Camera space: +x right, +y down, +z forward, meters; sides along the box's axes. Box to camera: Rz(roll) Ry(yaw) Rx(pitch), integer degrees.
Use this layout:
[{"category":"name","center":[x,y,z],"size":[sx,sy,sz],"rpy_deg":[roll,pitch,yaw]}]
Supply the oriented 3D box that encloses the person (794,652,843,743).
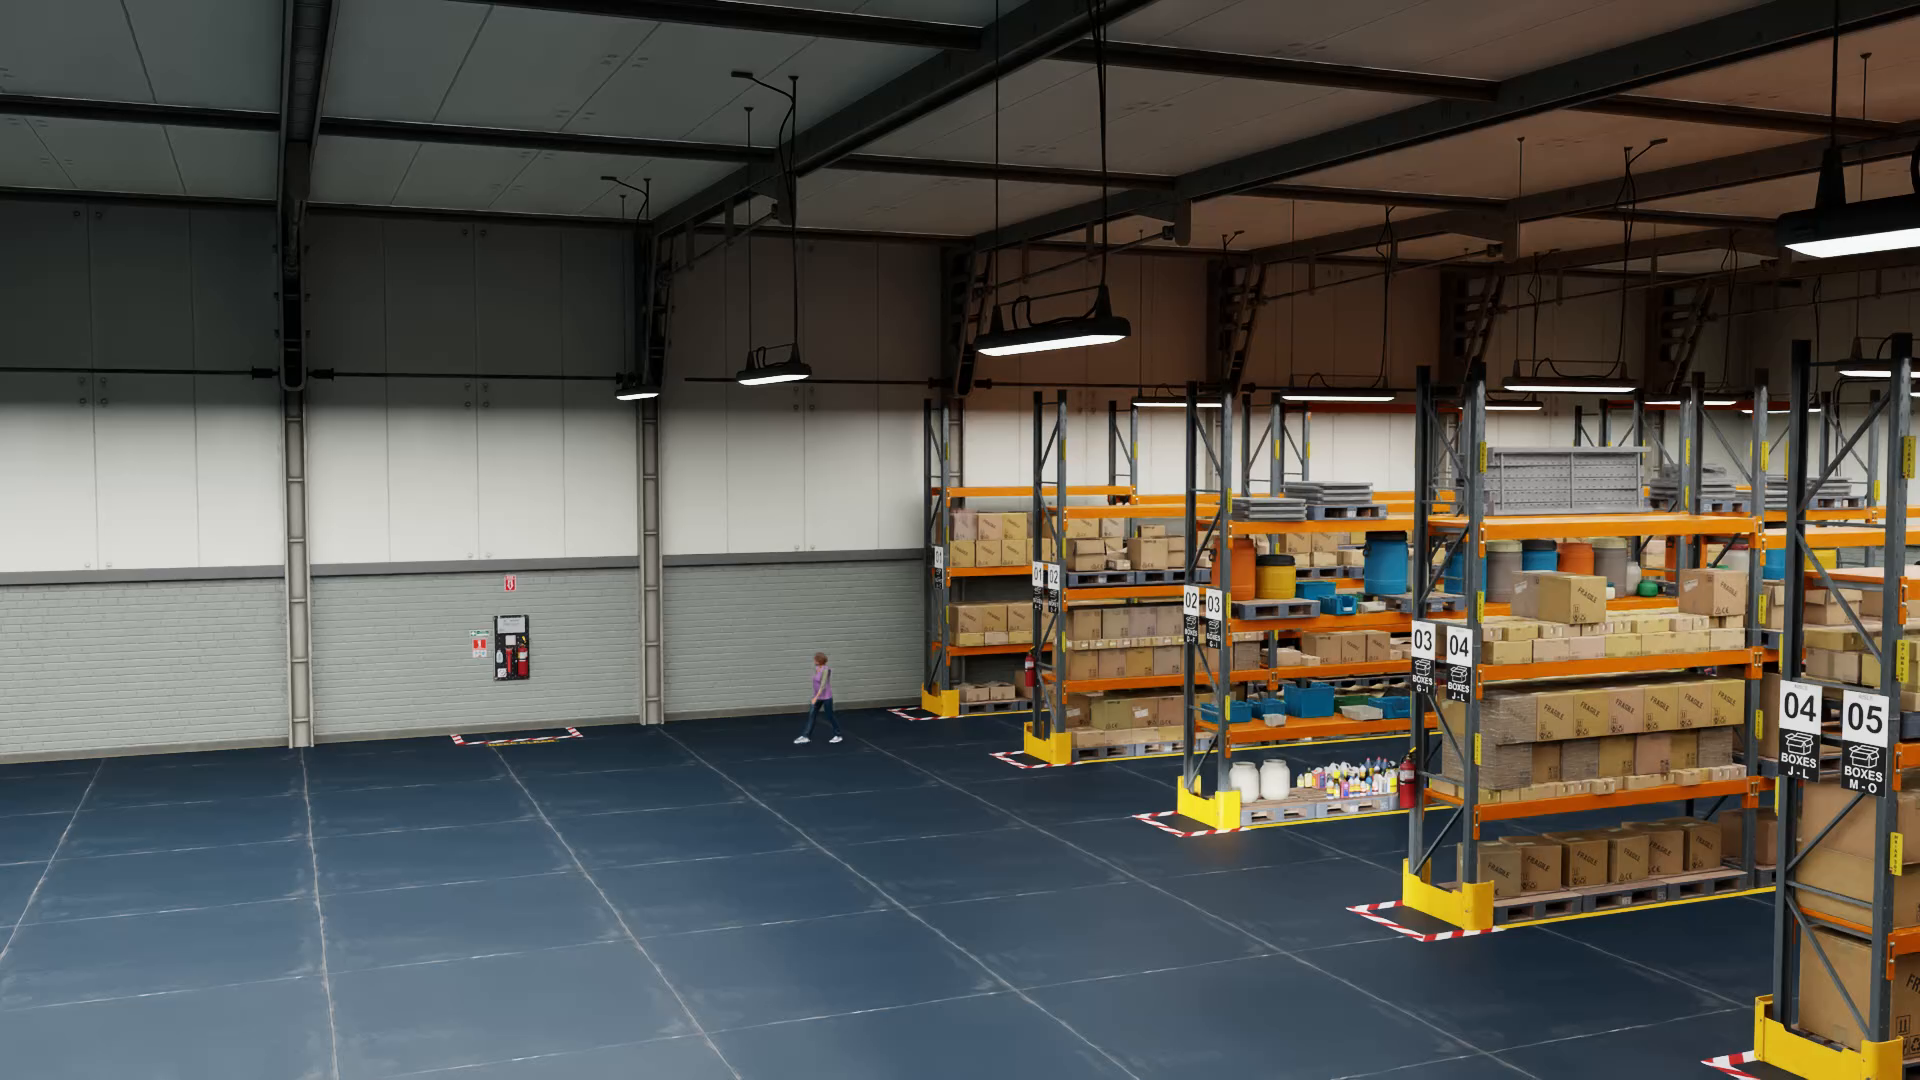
[{"category":"person","center":[-2.409,2.696,28.335],"size":[0.891,1.562,0.434],"rpy_deg":[-2,4,-33]}]
